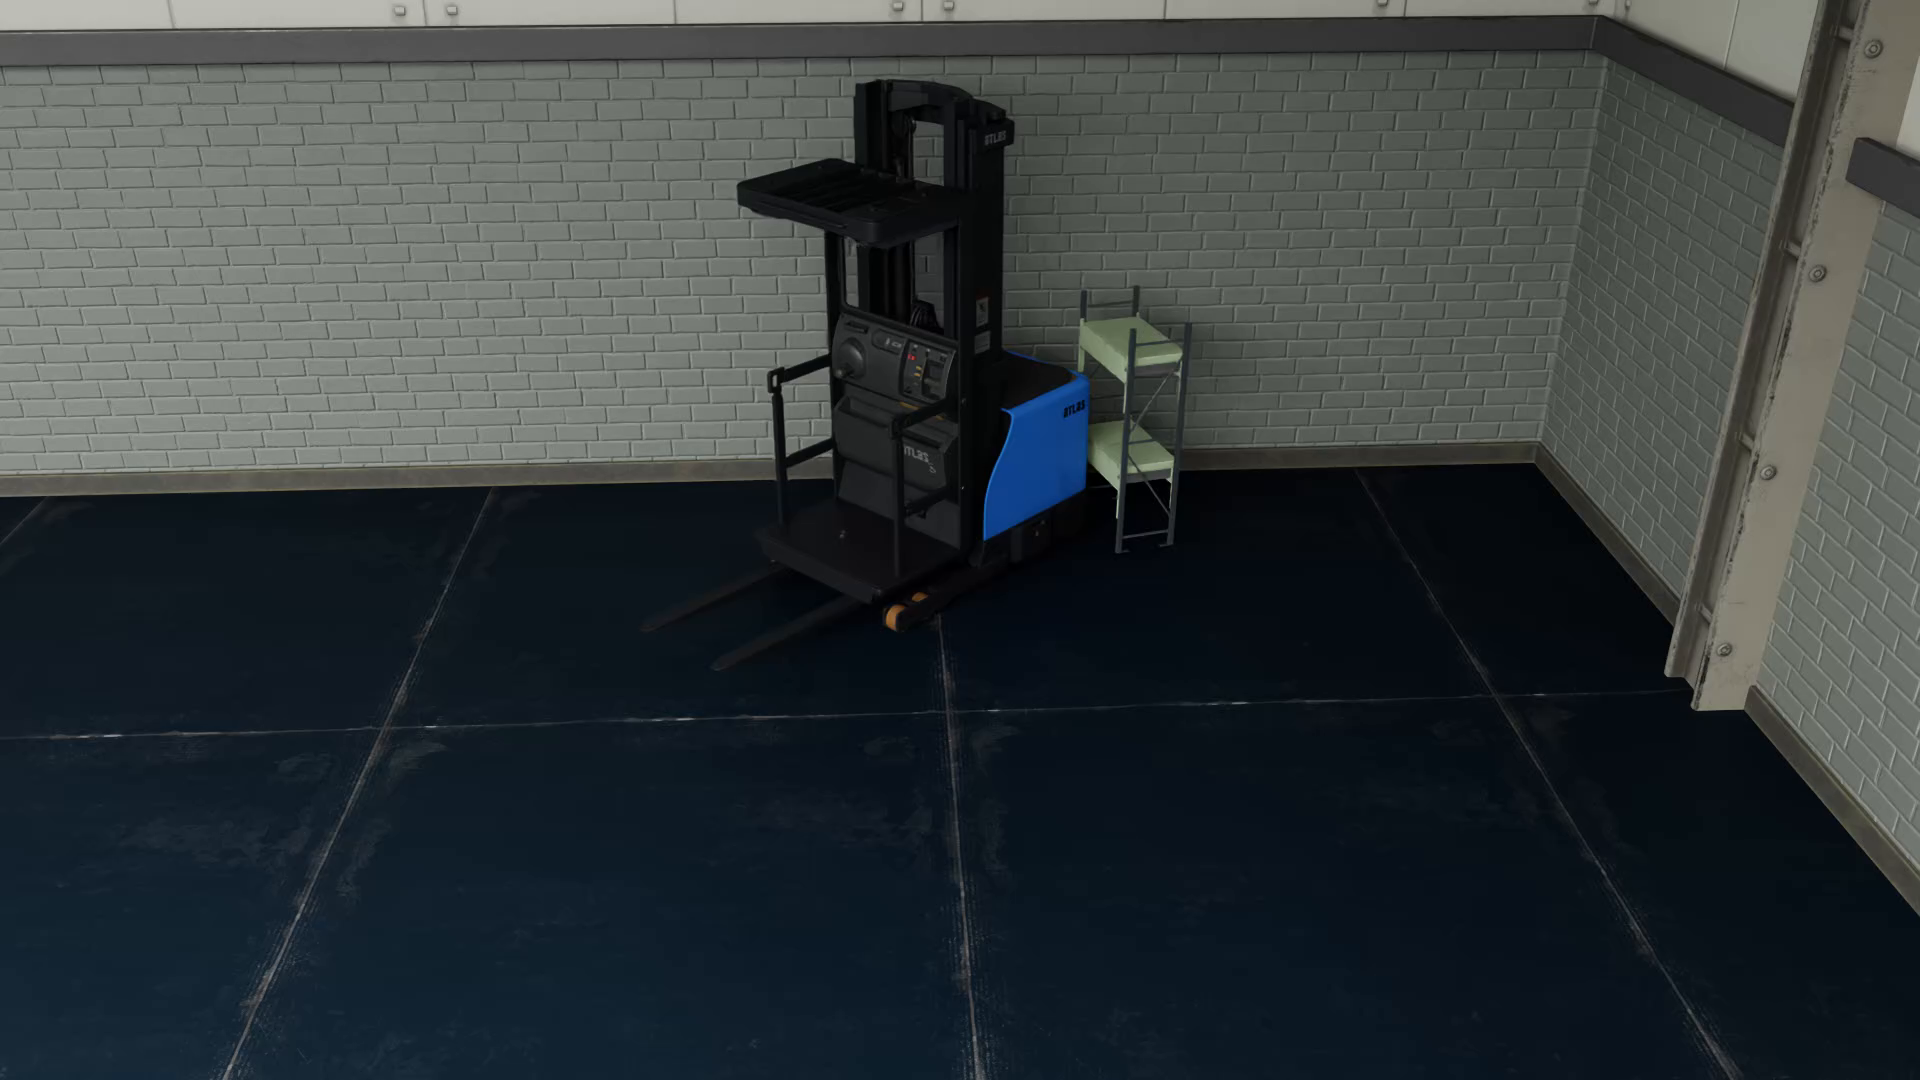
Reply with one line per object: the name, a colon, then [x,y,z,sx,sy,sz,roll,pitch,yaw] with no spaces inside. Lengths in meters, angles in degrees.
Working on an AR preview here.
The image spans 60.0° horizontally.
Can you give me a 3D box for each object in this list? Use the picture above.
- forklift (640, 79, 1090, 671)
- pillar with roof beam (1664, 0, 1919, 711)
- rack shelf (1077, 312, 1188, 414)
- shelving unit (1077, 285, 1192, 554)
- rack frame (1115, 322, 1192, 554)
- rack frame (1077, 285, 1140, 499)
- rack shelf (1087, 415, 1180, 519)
forklift: [-0.532,-1.022,9.541,1.130,2.935,3.031,23,35,37]
pillar with roof beam: [-0.188,-3.059,6.885,9.100,9.000,0.400,-1,28,-3]
rack shelf: [1.075,-1.119,10.422,0.431,0.370,0.720,-8,29,-18]
shelving unit: [1.068,-0.772,10.600,0.431,1.500,0.755,-8,29,-18]
rack frame: [1.191,-0.613,10.294,0.400,1.500,0.023,-8,29,-18]
rack frame: [0.945,-0.932,10.905,0.400,1.500,0.023,-8,29,-18]
rack shelf: [1.062,-0.482,10.749,0.431,0.370,0.720,-8,29,-18]
